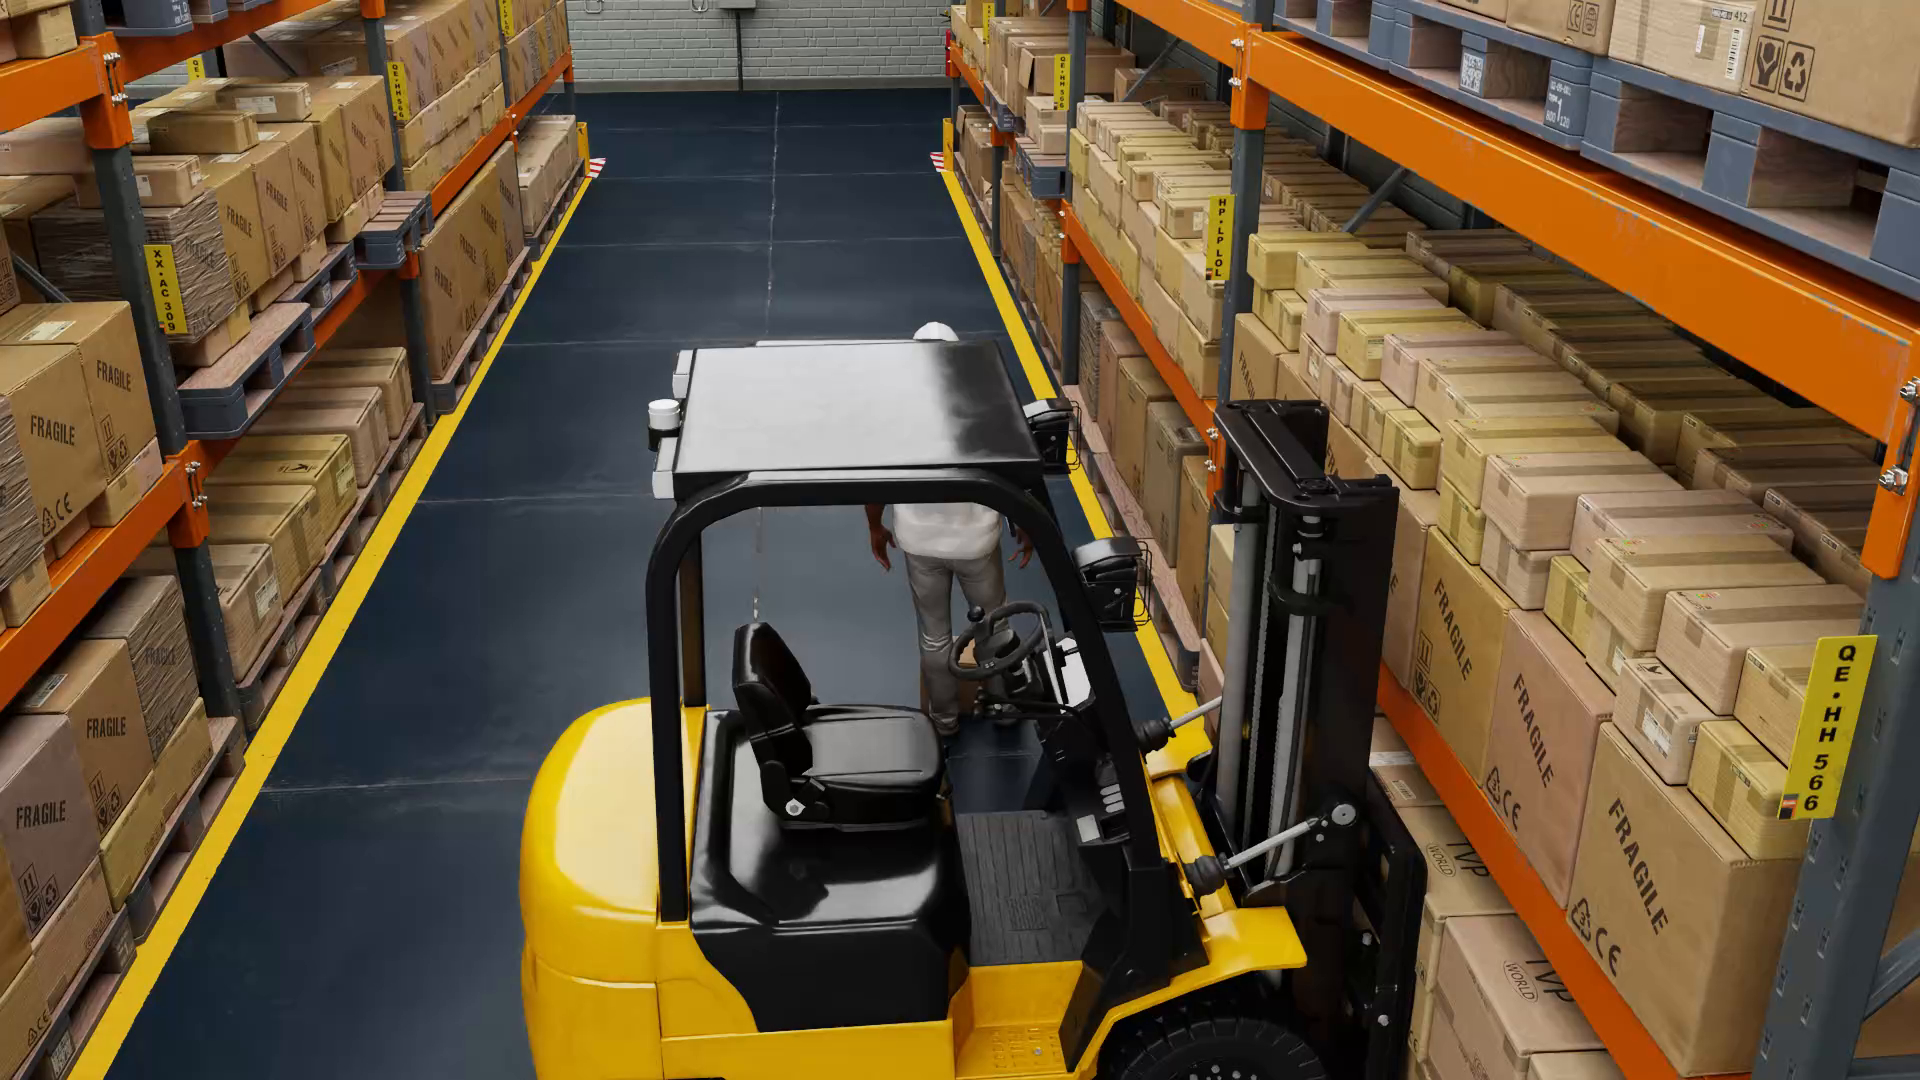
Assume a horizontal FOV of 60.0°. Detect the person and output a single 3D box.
[{"bbox_3d":[-0.030,-0.043,6.645,0.665,1.769,0.574,3,24,7],"label":"person"}]
